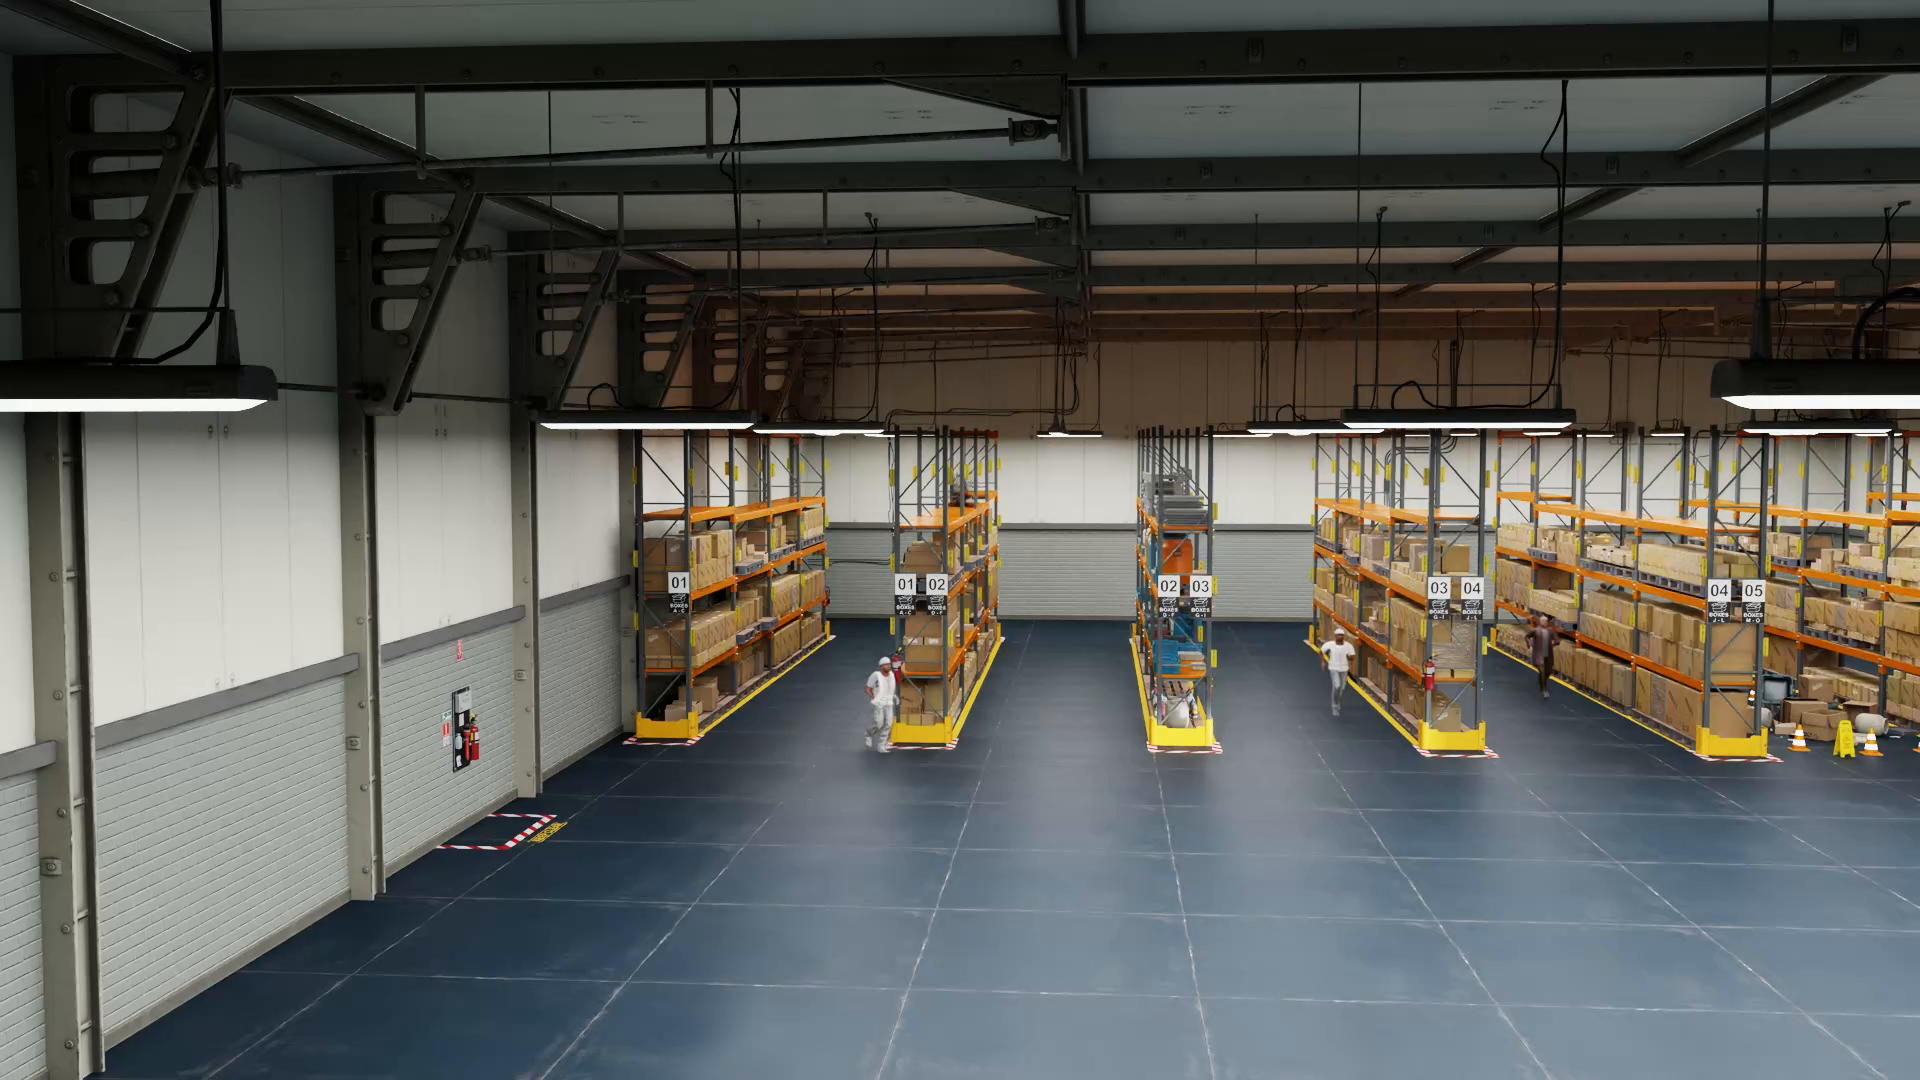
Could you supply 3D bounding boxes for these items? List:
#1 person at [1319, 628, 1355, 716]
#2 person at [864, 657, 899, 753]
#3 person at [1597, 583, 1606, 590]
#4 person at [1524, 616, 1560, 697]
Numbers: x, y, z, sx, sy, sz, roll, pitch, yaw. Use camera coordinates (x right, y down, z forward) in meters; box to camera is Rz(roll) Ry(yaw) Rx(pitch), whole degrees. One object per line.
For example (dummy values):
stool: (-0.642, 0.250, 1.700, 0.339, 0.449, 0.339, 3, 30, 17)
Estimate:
person: (7.909, 2.754, 34.745, 0.678, 1.831, 0.770, 0, 3, -6)
person: (-1.436, 3.019, 30.561, 0.711, 1.753, 0.664, -3, 4, -39)
person: (18.298, 2.063, 47.400, 0.803, 1.662, 0.612, 1, 3, 9)
person: (13.028, 2.579, 37.143, 0.708, 1.754, 1.061, 0, 3, 1)
